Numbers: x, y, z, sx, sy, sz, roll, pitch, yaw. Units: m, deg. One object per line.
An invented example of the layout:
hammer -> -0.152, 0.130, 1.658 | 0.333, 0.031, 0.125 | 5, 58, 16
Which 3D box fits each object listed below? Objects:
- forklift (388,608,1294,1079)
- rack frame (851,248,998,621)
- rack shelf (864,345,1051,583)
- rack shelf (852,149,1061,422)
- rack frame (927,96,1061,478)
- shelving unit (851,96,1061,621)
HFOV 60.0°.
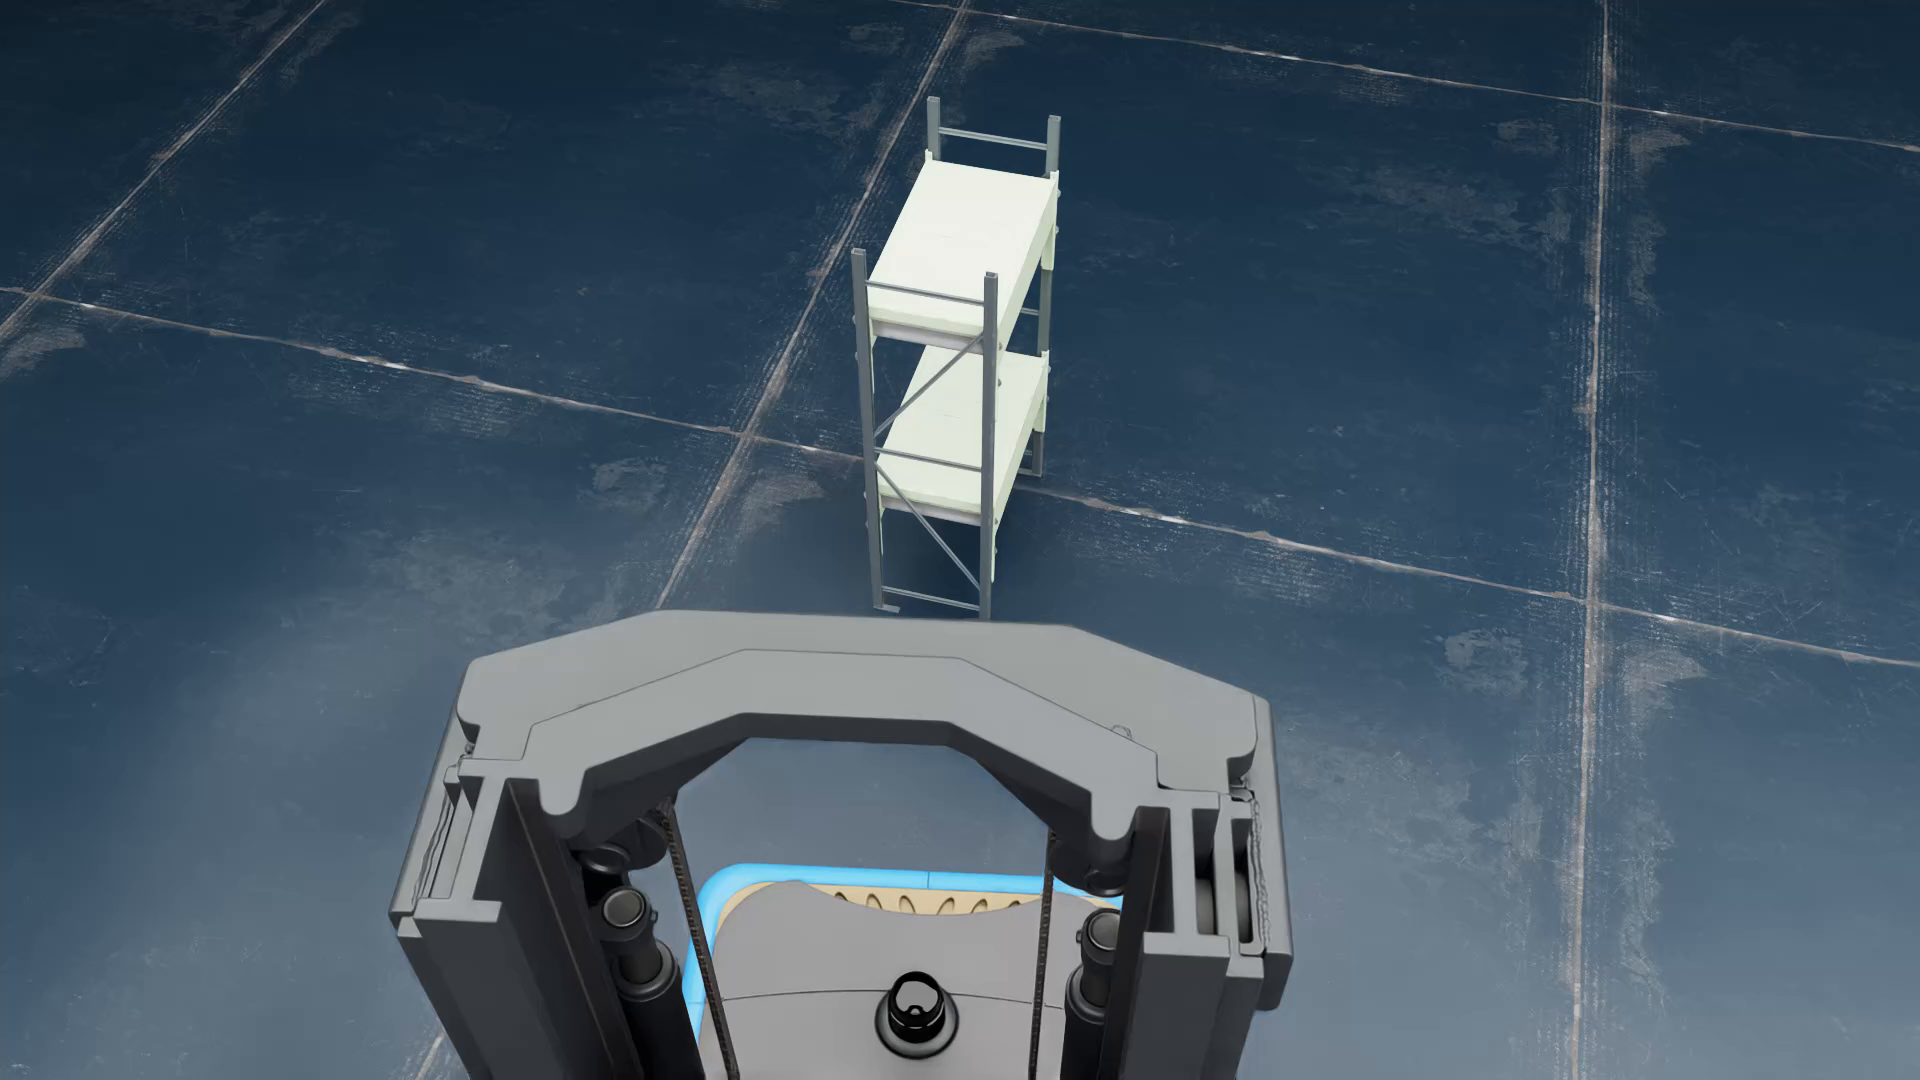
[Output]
forklift -> -0.147, 1.581, 2.400 | 1.130, 2.935, 3.031 | 2, 49, 2
rack frame -> -0.095, -0.236, 4.958 | 0.400, 1.500, 0.023 | 12, 50, 10
rack shelf -> 0.002, -0.285, 5.436 | 0.431, 0.370, 0.720 | 12, 50, 10
rack shelf -> 0.002, -0.759, 4.899 | 0.431, 0.370, 0.720 | 12, 50, 10
rack frame -> 0.098, -0.766, 5.426 | 0.400, 1.500, 0.023 | 12, 50, 10
shelving unit -> 0.002, -0.501, 5.192 | 0.431, 1.500, 0.755 | 12, 50, 10
